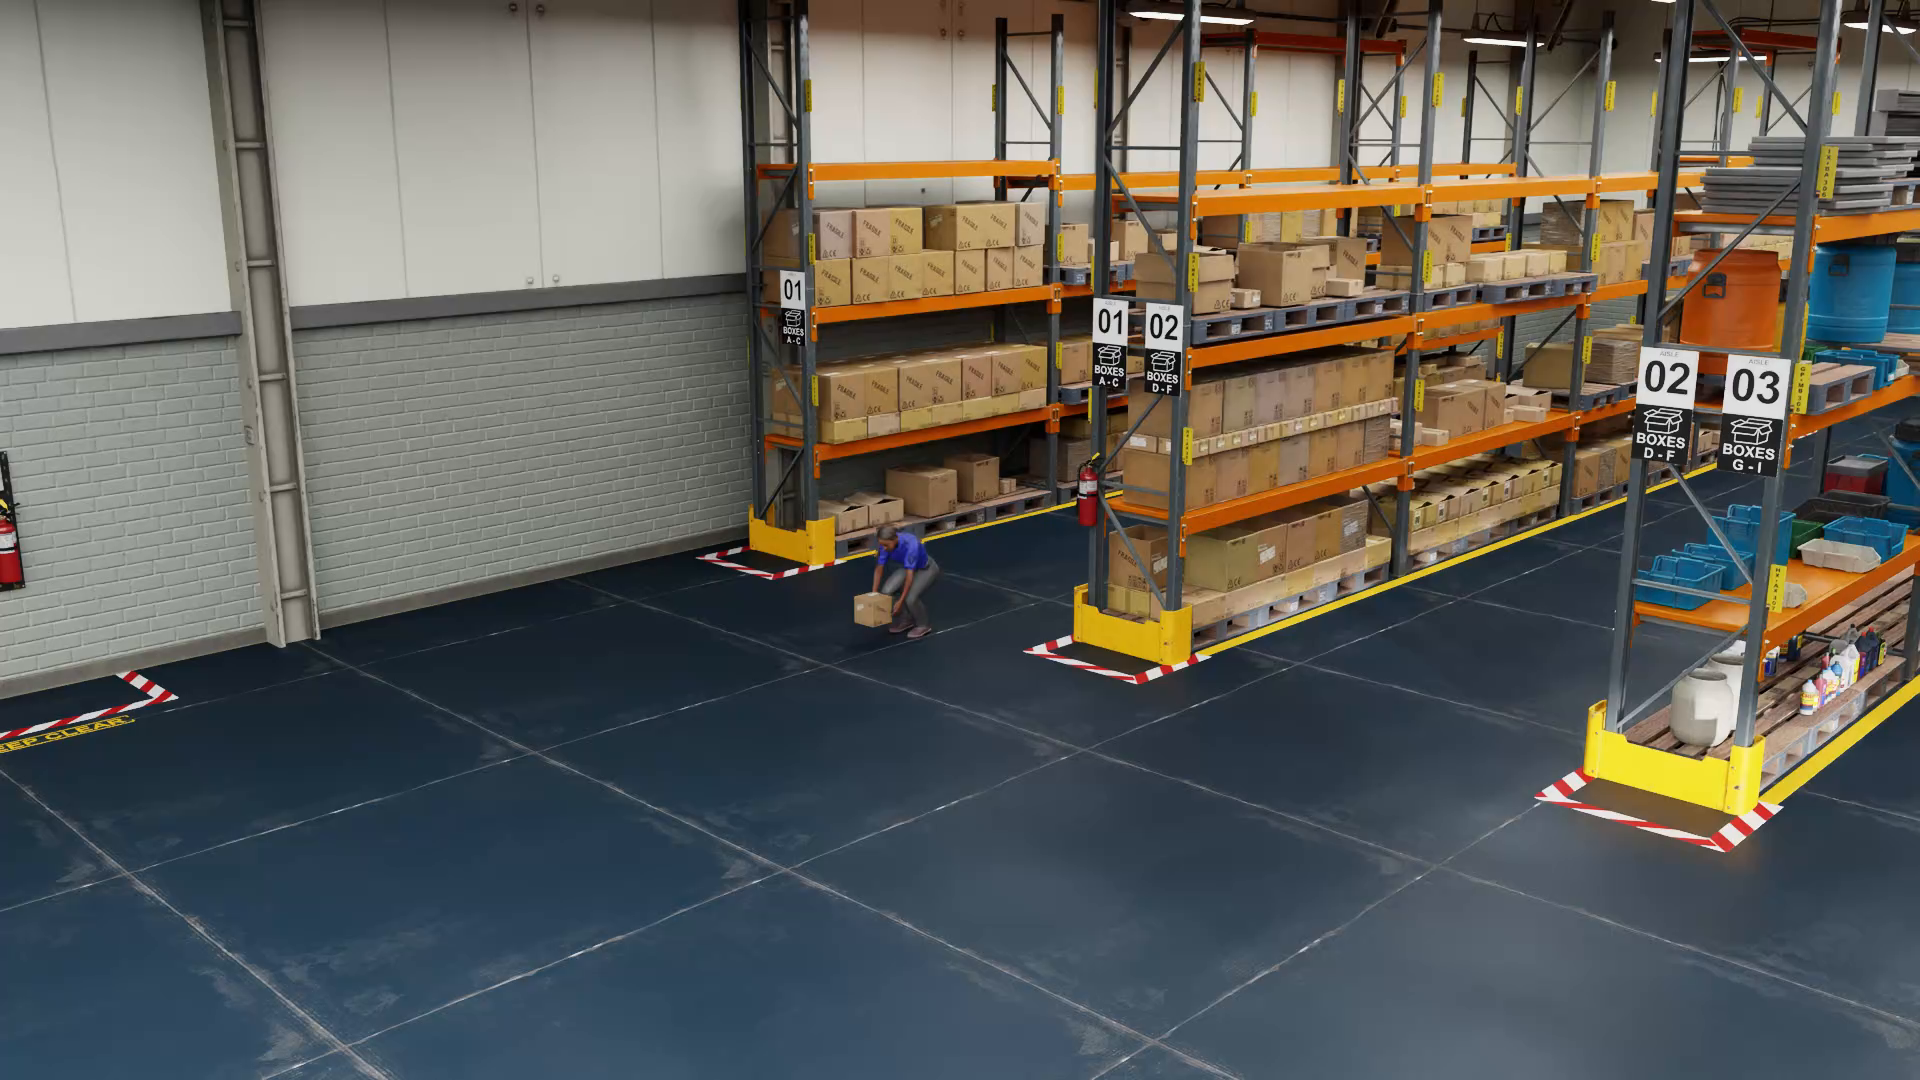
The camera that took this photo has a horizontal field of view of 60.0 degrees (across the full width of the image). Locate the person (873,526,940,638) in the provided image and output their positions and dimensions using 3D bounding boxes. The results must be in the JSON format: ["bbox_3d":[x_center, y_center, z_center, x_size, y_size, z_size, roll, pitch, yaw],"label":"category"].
[{"bbox_3d":[-0.505,0.360,15.690,0.498,1.117,0.740,13,19,42],"label":"person"}]
